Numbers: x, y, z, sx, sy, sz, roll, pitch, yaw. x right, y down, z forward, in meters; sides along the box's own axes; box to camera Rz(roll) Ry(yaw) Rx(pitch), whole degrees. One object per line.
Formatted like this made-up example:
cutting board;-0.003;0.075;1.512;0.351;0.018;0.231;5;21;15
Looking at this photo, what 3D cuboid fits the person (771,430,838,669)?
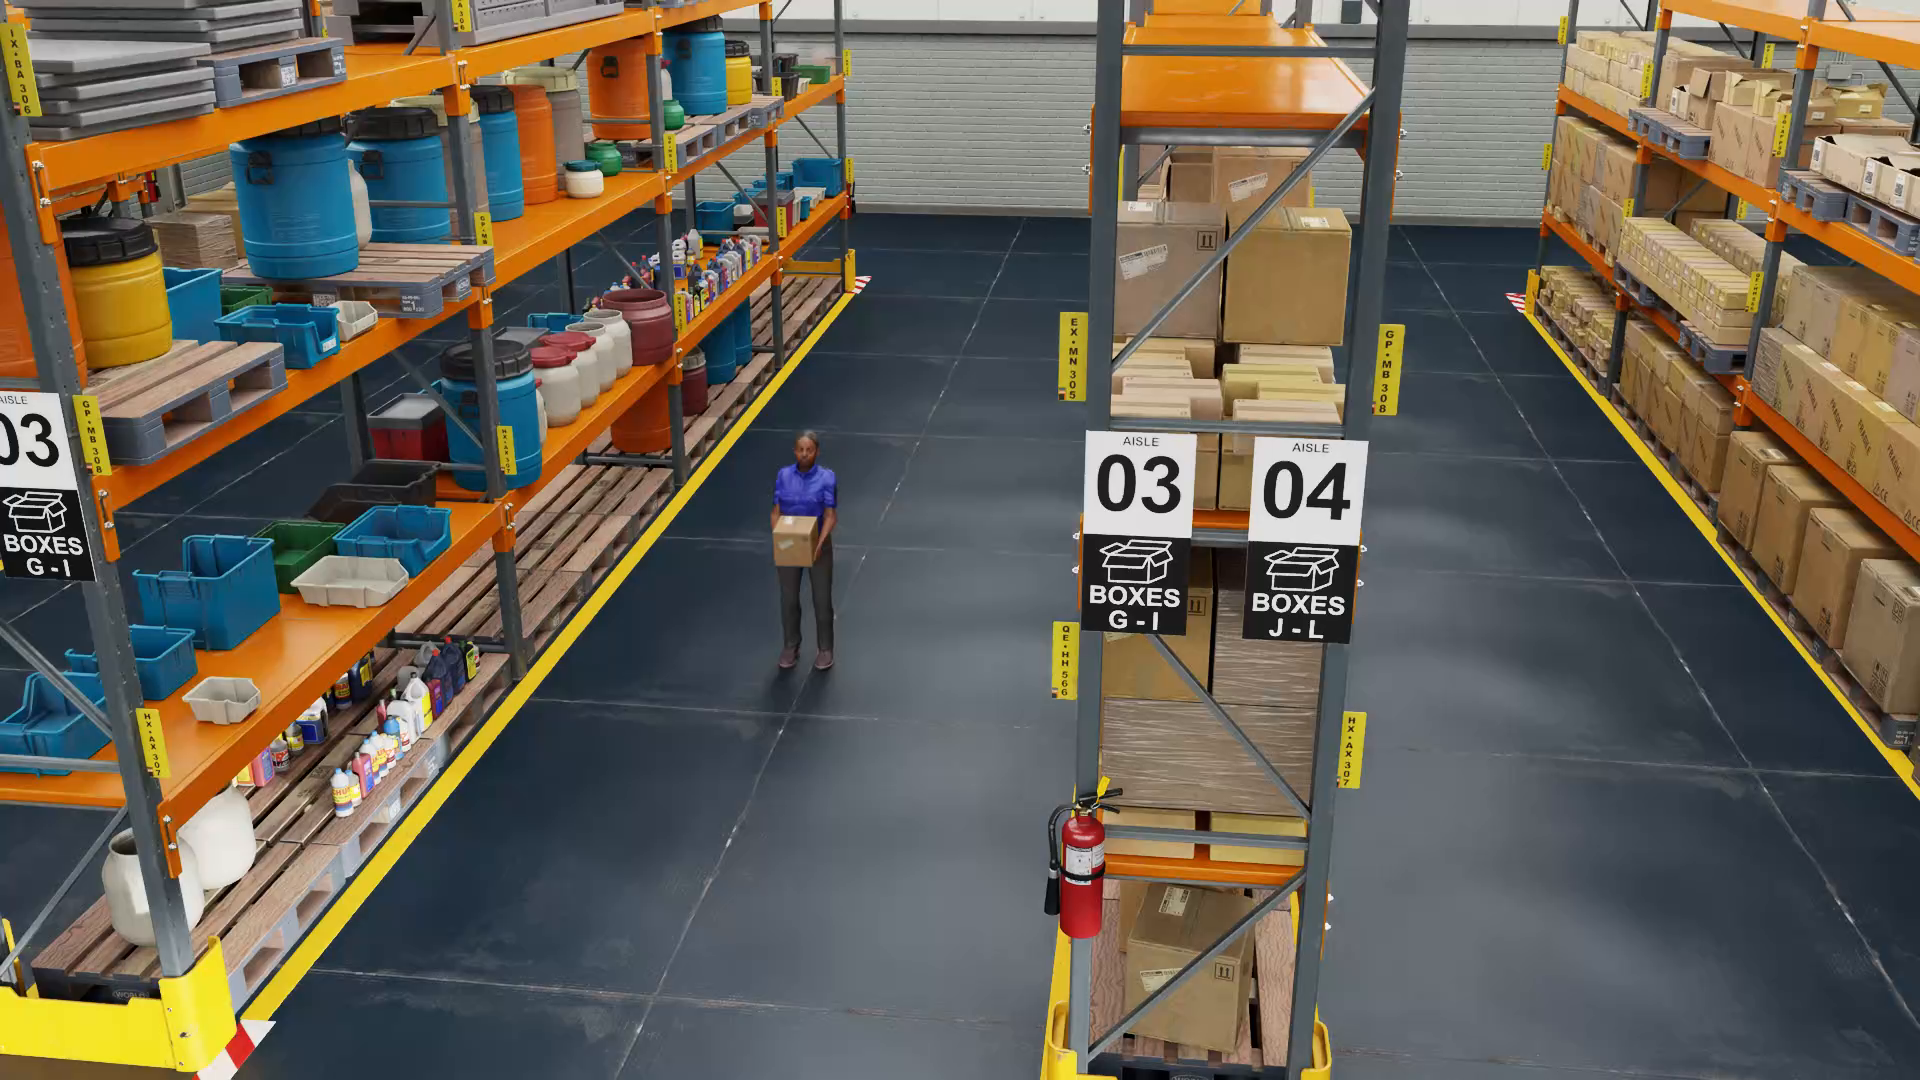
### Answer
person;-1.057;0.092;11.255;0.454;1.652;0.511;2;21;6
